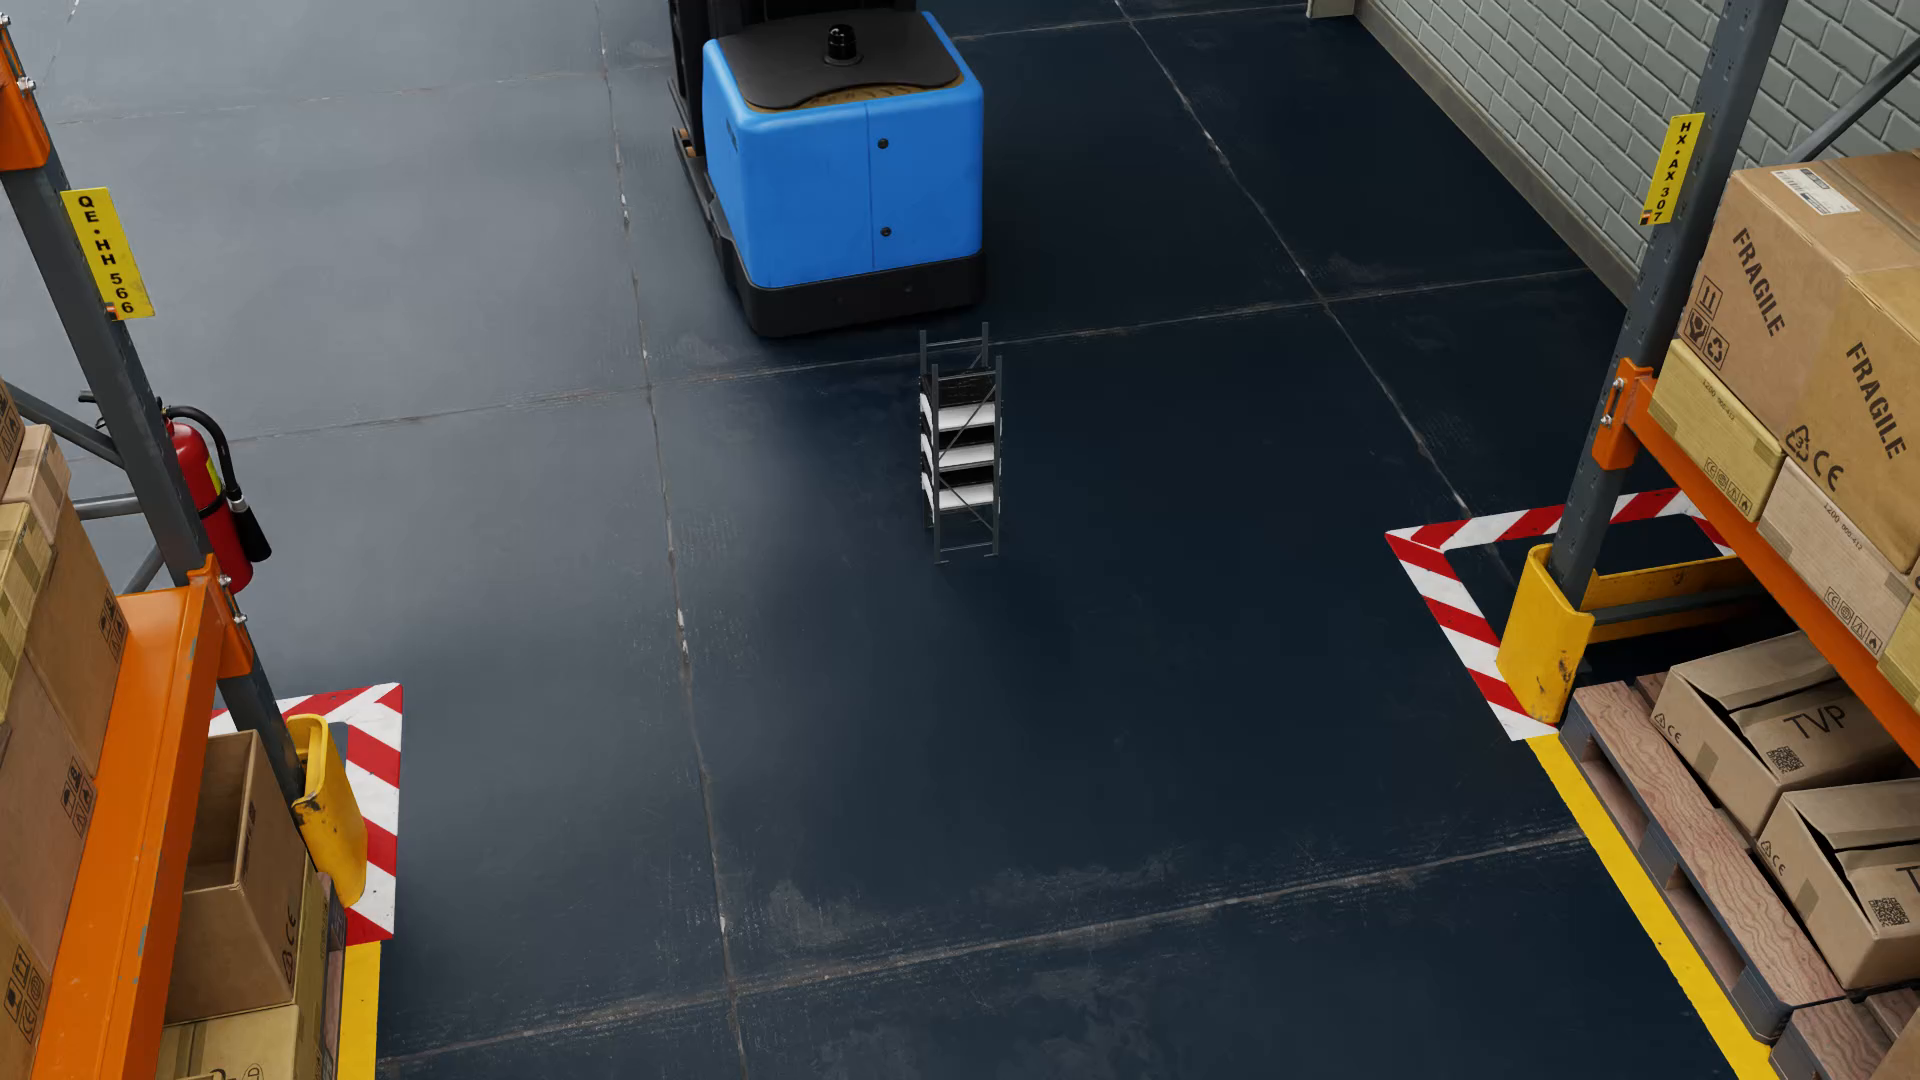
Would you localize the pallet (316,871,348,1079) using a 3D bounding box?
[{"bbox_3d":[-2.193,1.501,4.400,1.003,0.211,1.213,-8,42,-9],"label":"pallet"}]

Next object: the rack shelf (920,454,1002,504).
[{"bbox_3d":[0.002,-0.239,6.027,0.258,0.077,0.200,-8,42,-9],"label":"rack shelf"}]

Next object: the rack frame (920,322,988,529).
[{"bbox_3d":[-0.020,-0.397,6.020,0.240,0.900,0.006,-8,42,-9],"label":"rack frame"}]

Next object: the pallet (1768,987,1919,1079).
[{"bbox_3d":[2.854,1.669,4.211,1.003,0.211,1.213,-8,42,-9],"label":"pallet"}]

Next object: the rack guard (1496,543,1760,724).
[{"bbox_3d":[2.454,0.240,5.603,1.175,0.500,0.348,-8,42,-9],"label":"rack guard"}]

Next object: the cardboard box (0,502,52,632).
[{"bbox_3d":[-2.073,0.078,3.338,0.380,0.149,0.250,-7,42,-8],"label":"cardboard box"}]

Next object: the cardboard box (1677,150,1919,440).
[{"bbox_3d":[2.247,-0.623,4.226,0.500,0.500,0.500,-8,42,-9],"label":"cardboard box"}]

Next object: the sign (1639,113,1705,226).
[{"bbox_3d":[1.907,-0.990,4.453,0.100,0.325,0.005,-8,42,-9],"label":"sign"}]

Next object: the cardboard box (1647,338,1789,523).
[{"bbox_3d":[2.232,-0.333,4.464,0.500,0.250,0.500,-9,42,-11],"label":"cardboard box"}]

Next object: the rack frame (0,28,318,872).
[{"bbox_3d":[-2.399,-0.032,4.026,1.000,3.000,0.127,-8,42,-9],"label":"rack frame"}]

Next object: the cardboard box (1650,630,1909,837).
[{"bbox_3d":[2.499,0.559,5.055,0.500,0.311,0.500,-13,43,-14],"label":"cardboard box"}]

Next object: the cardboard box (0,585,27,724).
[{"bbox_3d":[-2.017,0.244,3.152,0.380,0.149,0.250,-9,42,-10],"label":"cardboard box"}]

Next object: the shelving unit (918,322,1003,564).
[{"bbox_3d":[0.002,-0.331,5.945,0.258,0.900,0.210,-8,42,-9],"label":"shelving unit"}]

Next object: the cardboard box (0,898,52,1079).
[{"bbox_3d":[-2.091,0.898,2.904,0.700,0.500,0.500,-8,42,-9],"label":"cardboard box"}]

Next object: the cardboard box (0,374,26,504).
[{"bbox_3d":[-2.299,-0.215,3.181,0.700,0.500,0.500,-8,42,-9],"label":"cardboard box"}]

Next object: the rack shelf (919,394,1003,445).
[{"bbox_3d":[0.002,-0.441,5.848,0.258,0.077,0.200,-8,42,-9],"label":"rack shelf"}]

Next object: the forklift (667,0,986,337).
[{"bbox_3d":[-0.811,-2.954,7.370,1.130,2.935,3.031,-12,43,-13],"label":"forklift"}]

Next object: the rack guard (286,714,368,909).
[{"bbox_3d":[-2.404,0.888,4.873,1.175,0.500,0.348,-8,42,-9],"label":"rack guard"}]

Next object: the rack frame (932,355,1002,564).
[{"bbox_3d":[0.024,-0.265,5.871,0.240,0.900,0.006,-8,42,-9],"label":"rack frame"}]

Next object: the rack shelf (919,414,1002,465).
[{"bbox_3d":[0.002,-0.374,5.908,0.258,0.077,0.200,-8,42,-9],"label":"rack shelf"}]

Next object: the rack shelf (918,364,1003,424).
[{"bbox_3d":[0.002,-0.508,5.788,0.258,0.077,0.200,-8,42,-9],"label":"rack shelf"}]

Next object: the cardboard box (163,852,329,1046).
[{"bbox_3d":[-1.995,1.145,4.456,0.500,0.250,0.500,-8,42,-9],"label":"cardboard box"}]

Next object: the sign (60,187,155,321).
[{"bbox_3d":[-1.866,-0.622,3.641,0.100,0.325,0.005,-8,42,-9],"label":"sign"}]

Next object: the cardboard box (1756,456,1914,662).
[{"bbox_3d":[2.358,0.001,4.087,0.500,0.250,0.500,-10,42,-11],"label":"cardboard box"}]

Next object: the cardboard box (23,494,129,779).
[{"bbox_3d":[-2.311,0.235,3.650,0.700,0.500,0.500,-8,42,-9],"label":"cardboard box"}]

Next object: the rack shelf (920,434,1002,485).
[{"bbox_3d":[0.002,-0.306,5.967,0.258,0.077,0.200,-8,42,-9],"label":"rack shelf"}]

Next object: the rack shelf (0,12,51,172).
[{"bbox_3d":[-1.967,0.412,1.809,1.077,0.370,4.000,-8,42,-9],"label":"rack shelf"}]

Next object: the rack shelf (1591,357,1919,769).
[{"bbox_3d":[2.869,0.822,3.607,1.077,0.370,4.000,-8,42,-9],"label":"rack shelf"}]

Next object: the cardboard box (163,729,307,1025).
[{"bbox_3d":[-1.993,0.864,4.207,0.500,0.500,0.500,-8,42,-9],"label":"cardboard box"}]

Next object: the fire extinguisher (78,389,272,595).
[{"bbox_3d":[-1.971,-0.146,4.213,0.296,0.674,0.183,-8,42,-9],"label":"fire extinguisher"}]

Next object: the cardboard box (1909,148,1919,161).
[{"bbox_3d":[2.746,-0.701,4.313,0.500,0.500,0.500,-9,42,-10],"label":"cardboard box"}]

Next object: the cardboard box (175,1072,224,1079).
[{"bbox_3d":[-1.762,1.510,3.479,0.500,0.500,0.500,-8,42,-9],"label":"cardboard box"}]

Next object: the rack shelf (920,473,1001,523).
[{"bbox_3d":[0.002,-0.172,6.087,0.258,0.077,0.200,-8,42,-9],"label":"rack shelf"}]

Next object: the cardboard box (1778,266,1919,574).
[{"bbox_3d":[2.344,-0.301,3.863,0.500,0.500,0.500,-8,42,-9],"label":"cardboard box"}]

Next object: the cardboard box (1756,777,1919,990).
[{"bbox_3d":[2.622,0.928,4.639,0.500,0.311,0.500,-5,42,-6],"label":"cardboard box"}]

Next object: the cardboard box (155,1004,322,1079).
[{"bbox_3d":[-1.875,1.467,4.092,0.500,0.250,0.500,-8,42,-9],"label":"cardboard box"}]

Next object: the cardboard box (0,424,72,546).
[{"bbox_3d":[-2.130,-0.091,3.529,0.380,0.149,0.250,-9,42,-10],"label":"cardboard box"}]

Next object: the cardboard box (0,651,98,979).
[{"bbox_3d":[-2.193,0.575,3.267,0.700,0.500,0.500,-7,42,-8],"label":"cardboard box"}]

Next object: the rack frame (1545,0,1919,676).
[{"bbox_3d":[2.437,-0.744,4.828,1.000,3.000,0.127,-8,42,-9],"label":"rack frame"}]

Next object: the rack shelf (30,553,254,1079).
[{"bbox_3d":[-1.967,1.534,2.804,1.077,0.370,4.000,-8,42,-9],"label":"rack shelf"}]

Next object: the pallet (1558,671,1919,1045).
[{"bbox_3d":[2.594,0.880,5.100,1.003,0.211,1.213,-8,42,-9],"label":"pallet"}]

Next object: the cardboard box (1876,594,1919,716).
[{"bbox_3d":[2.463,0.332,3.714,0.500,0.250,0.500,-9,42,-10],"label":"cardboard box"}]

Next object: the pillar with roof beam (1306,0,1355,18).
[{"bbox_3d":[-2.066,-5.930,6.152,9.100,9.000,0.400,-8,42,-9],"label":"pillar with roof beam"}]

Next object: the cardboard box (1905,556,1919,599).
[{"bbox_3d":[2.449,0.034,3.485,0.500,0.500,0.500,-10,42,-11],"label":"cardboard box"}]
